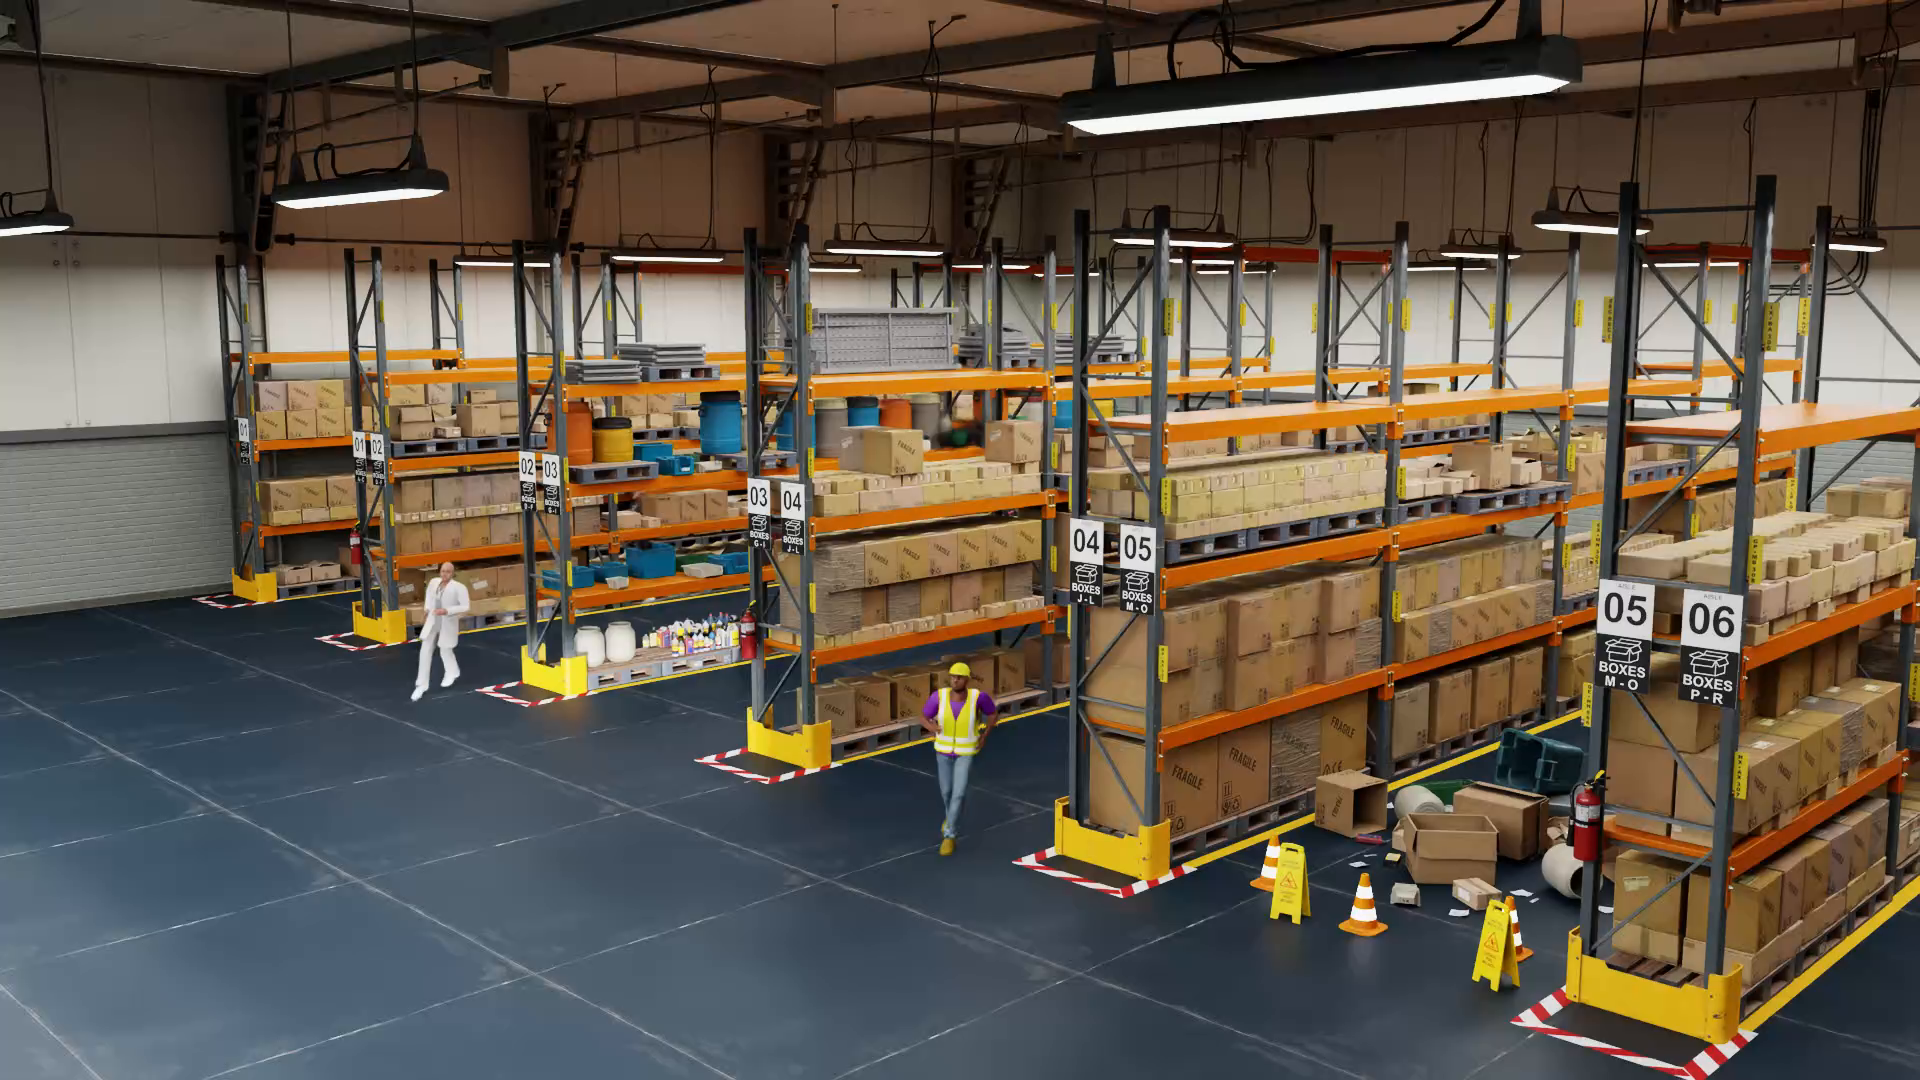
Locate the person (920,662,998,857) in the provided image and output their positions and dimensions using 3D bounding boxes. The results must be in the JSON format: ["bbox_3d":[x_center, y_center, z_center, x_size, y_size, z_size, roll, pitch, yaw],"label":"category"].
[{"bbox_3d":[-0.027,2.049,15.927,0.722,1.812,0.828,2,8,12],"label":"person"}]

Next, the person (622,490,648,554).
[{"bbox_3d":[-6.150,-0.135,31.518,0.644,1.680,0.591,6,10,35],"label":"person"}]

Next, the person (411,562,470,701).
[{"bbox_3d":[-6.828,1.173,22.123,0.717,1.789,0.972,1,8,9],"label":"person"}]

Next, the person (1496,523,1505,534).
[{"bbox_3d":[8.753,0.532,27.058,0.548,1.612,0.563,6,10,38],"label":"person"}]
